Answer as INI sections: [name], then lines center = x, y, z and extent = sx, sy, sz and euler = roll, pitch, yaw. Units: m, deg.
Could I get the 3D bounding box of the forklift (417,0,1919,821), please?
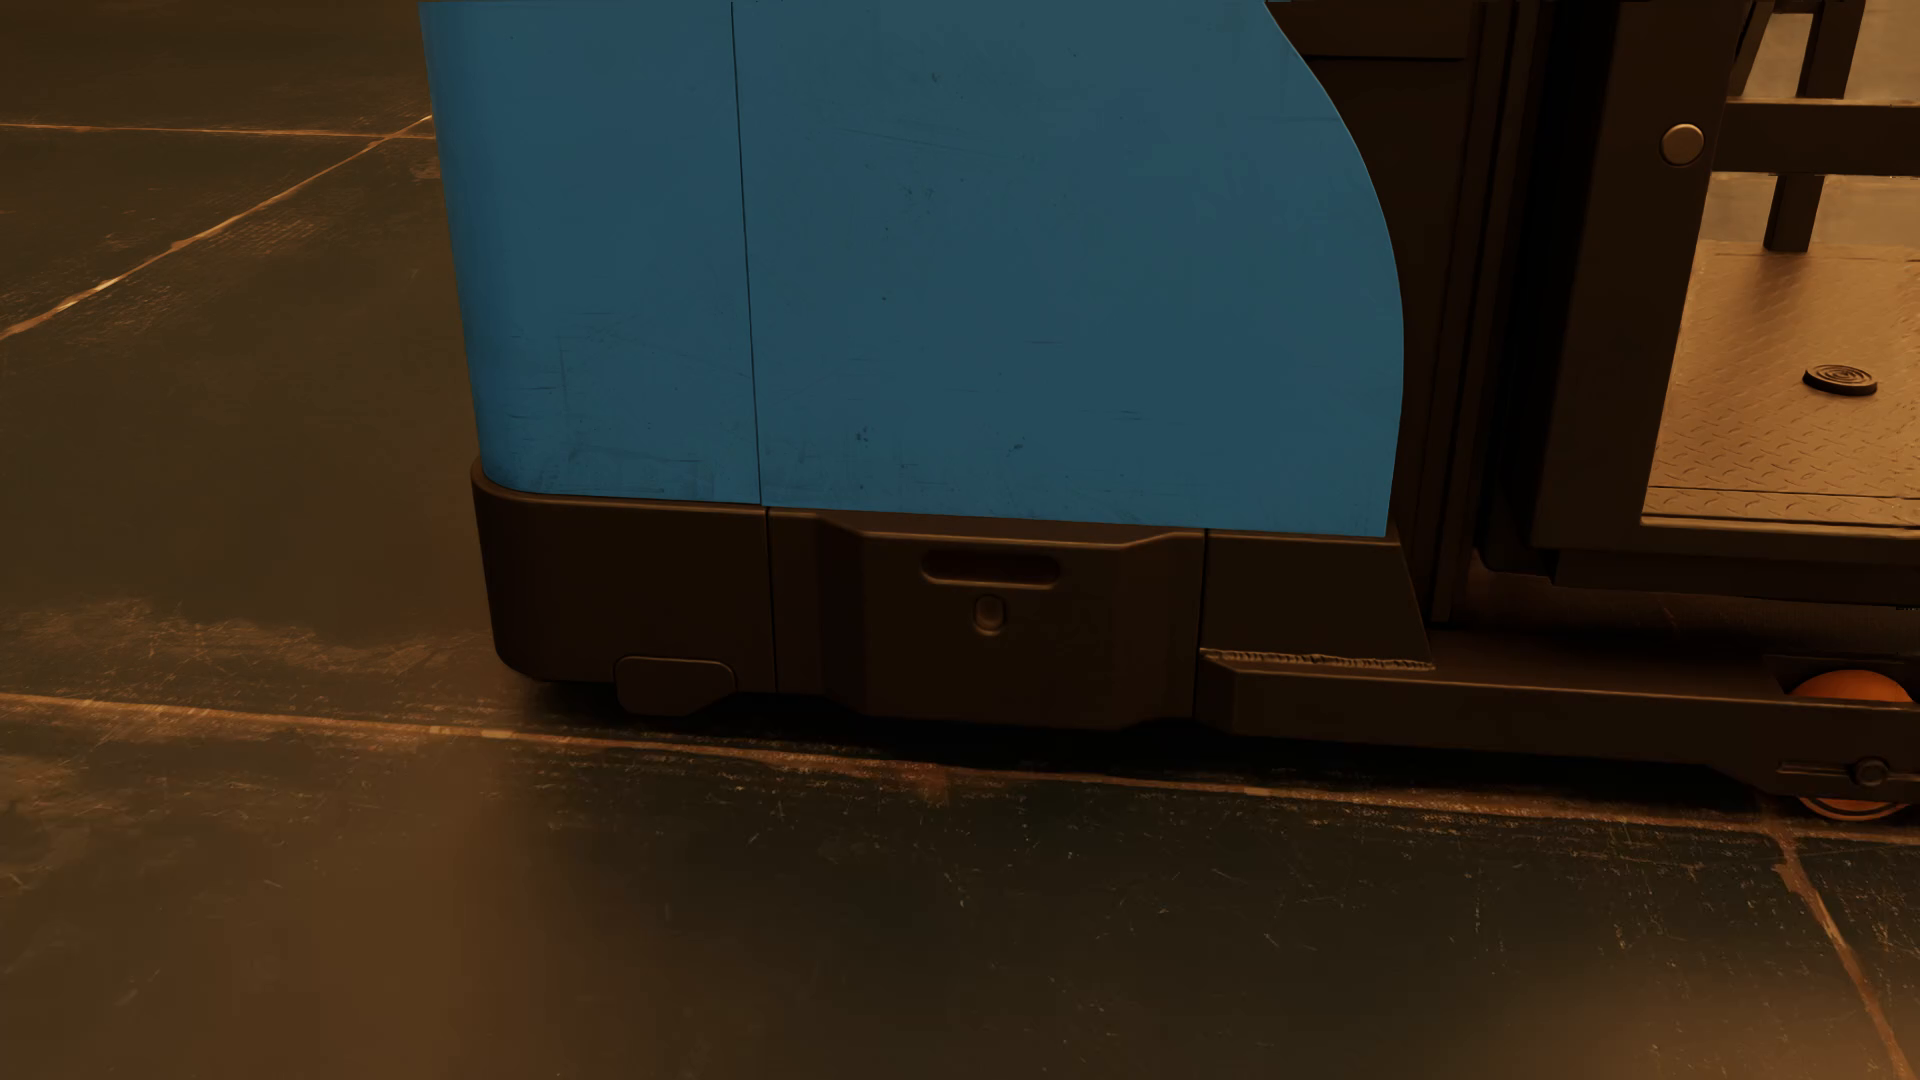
[forklift]
center = 0.971, -1.238, 1.698
extent = 3.031, 2.935, 1.130
euler = 3, 27, 6
